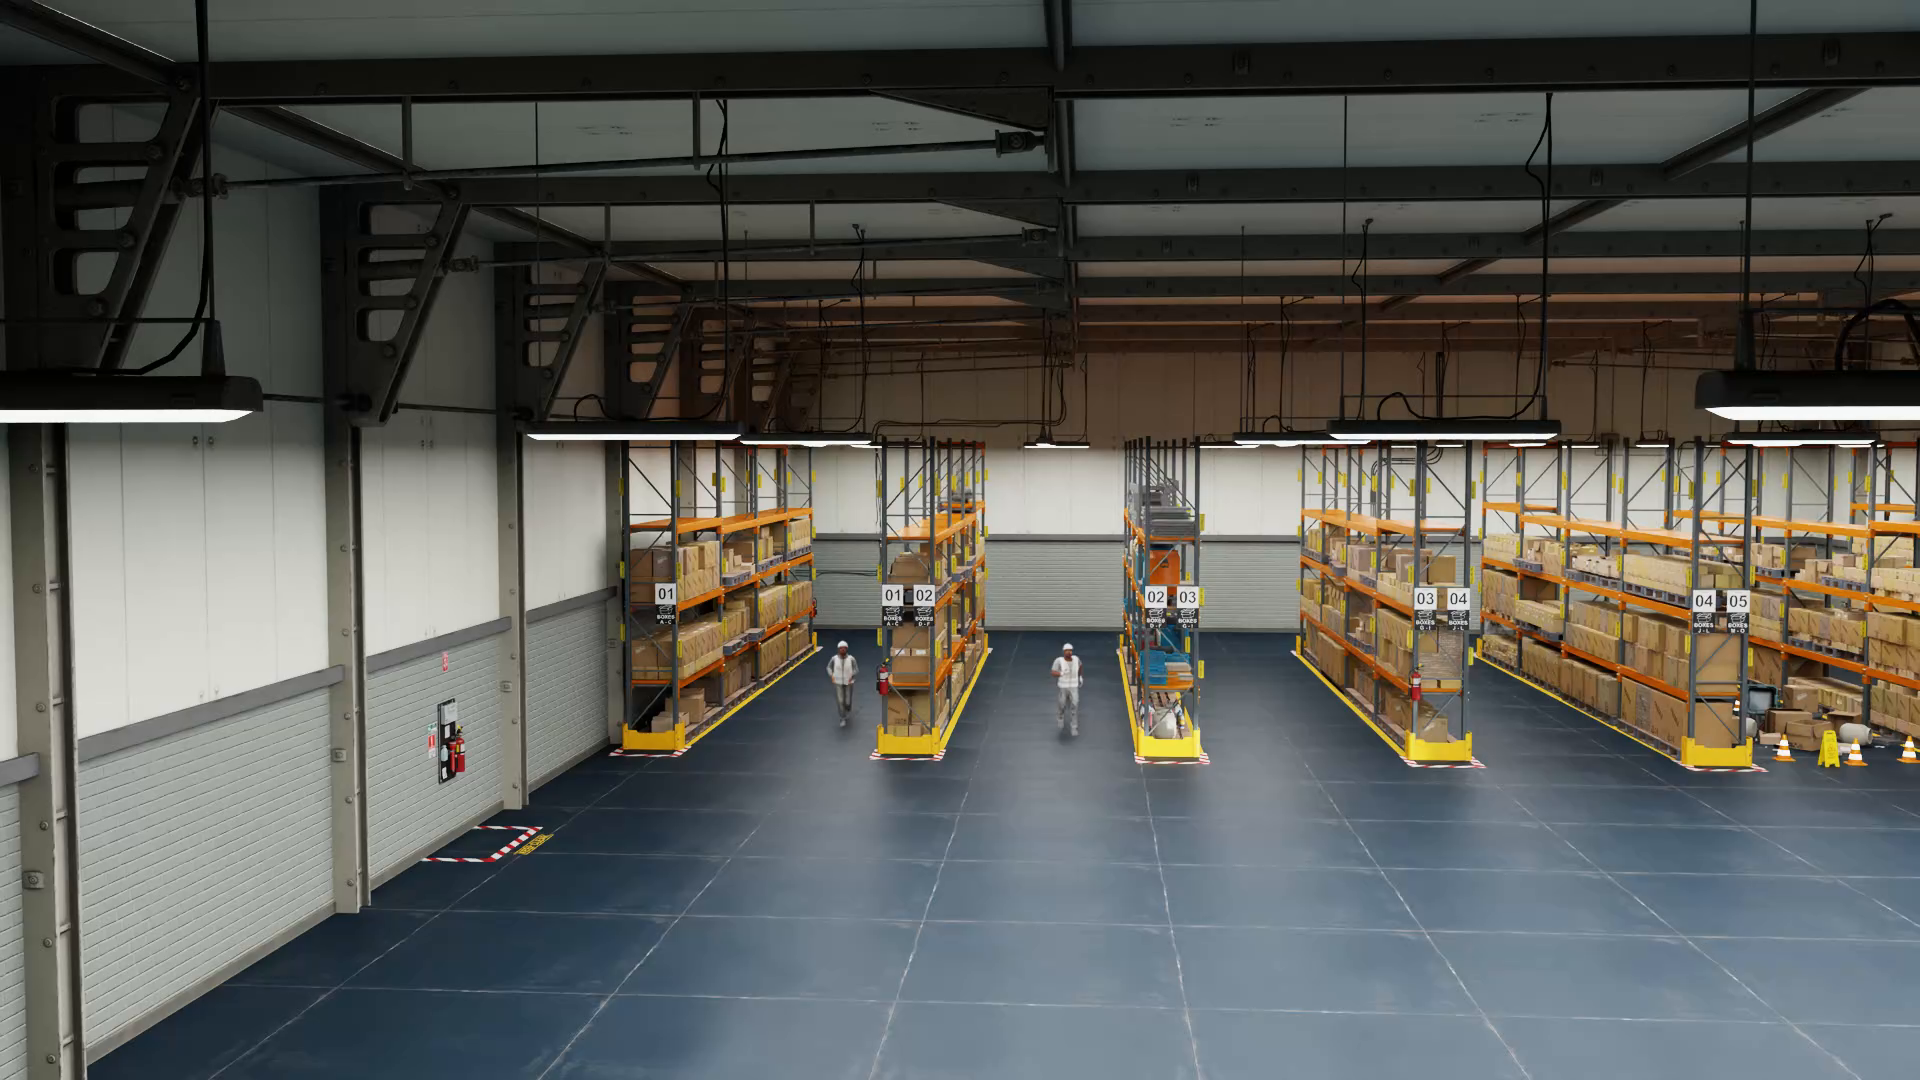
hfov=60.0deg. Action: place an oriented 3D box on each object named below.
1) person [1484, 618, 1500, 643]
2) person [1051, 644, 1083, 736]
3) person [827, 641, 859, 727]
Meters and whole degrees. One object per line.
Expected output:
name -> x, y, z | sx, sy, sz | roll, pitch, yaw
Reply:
person -> 15.270, 2.405, 47.524 | 0.702, 1.609, 0.628 | 1, 3, 16
person -> 2.175, 3.001, 33.721 | 0.704, 1.813, 0.906 | 0, 3, -9
person -> -2.459, 2.991, 34.817 | 0.670, 1.753, 0.687 | 0, 3, -4
